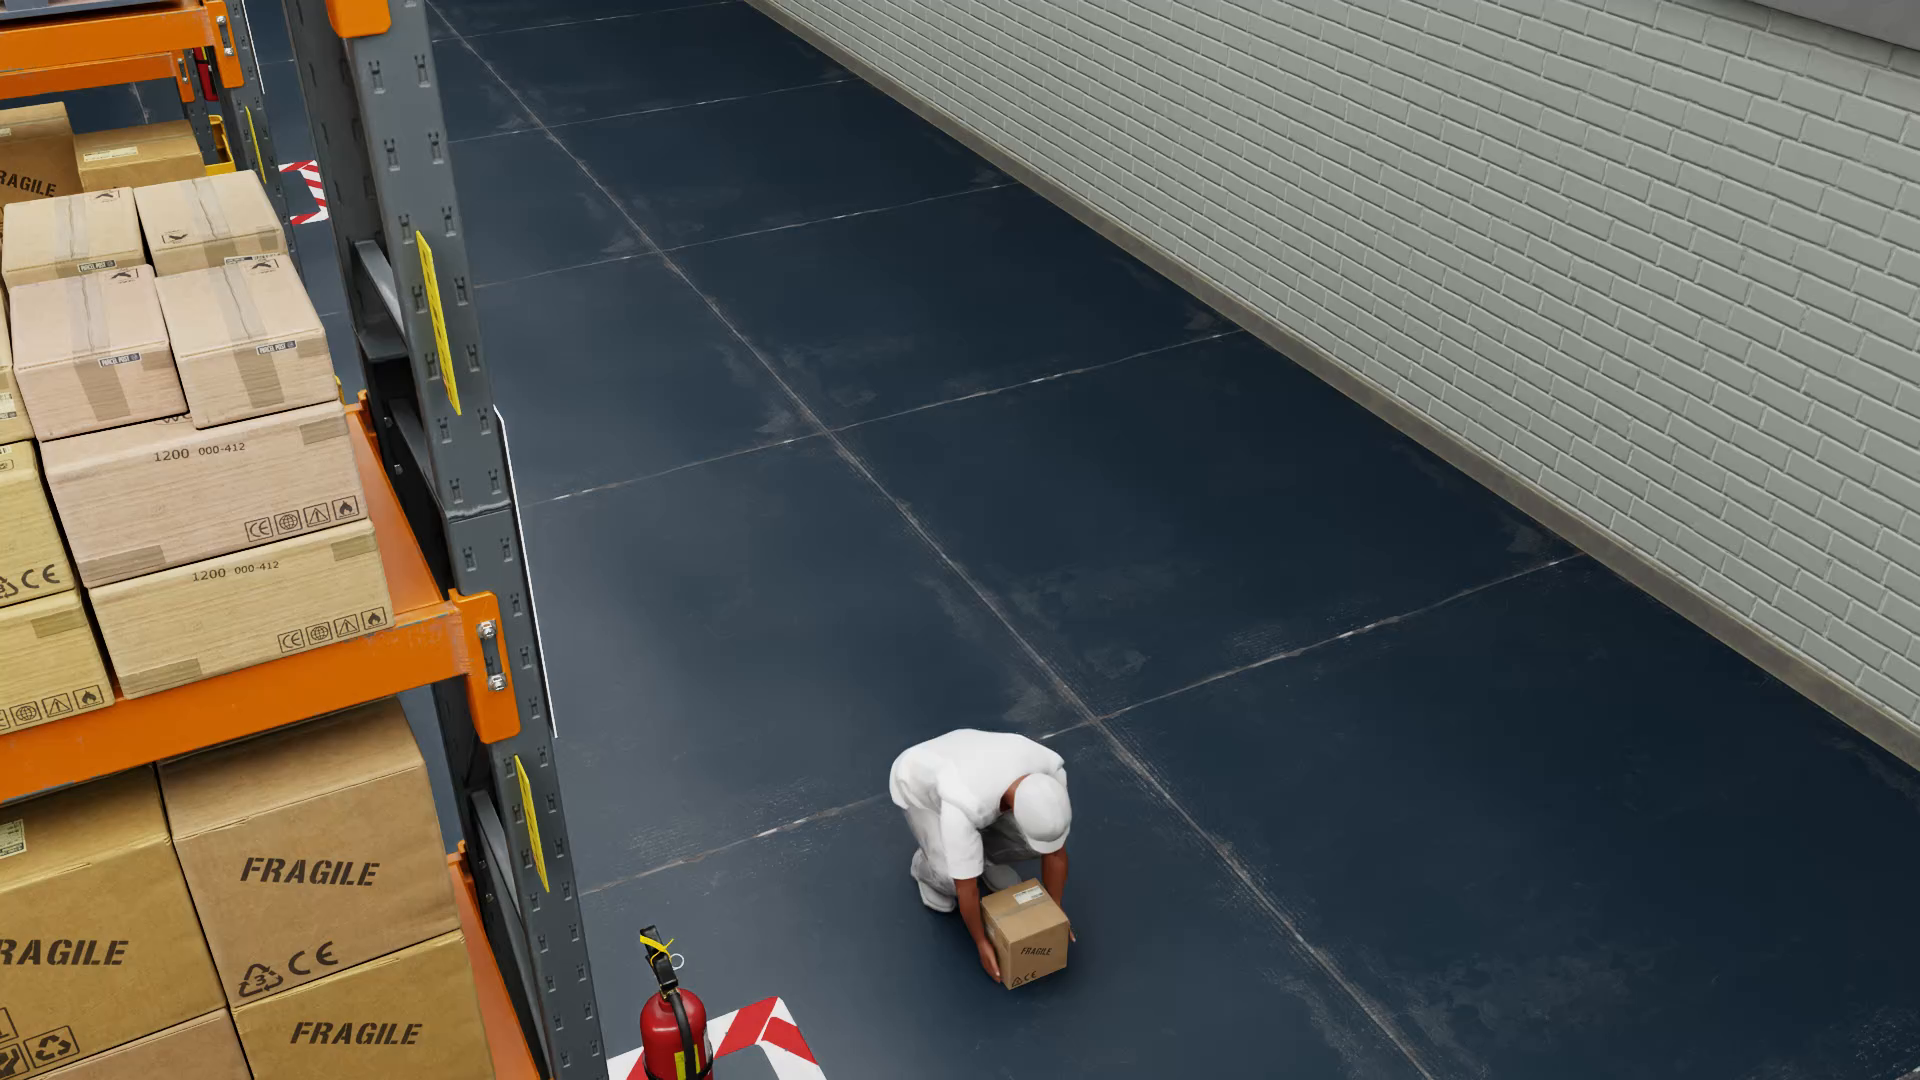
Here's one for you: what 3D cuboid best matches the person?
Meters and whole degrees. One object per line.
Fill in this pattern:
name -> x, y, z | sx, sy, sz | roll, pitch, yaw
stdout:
person -> 0.111, 1.072, 6.327 | 0.558, 0.894, 0.900 | -16, 36, -23
